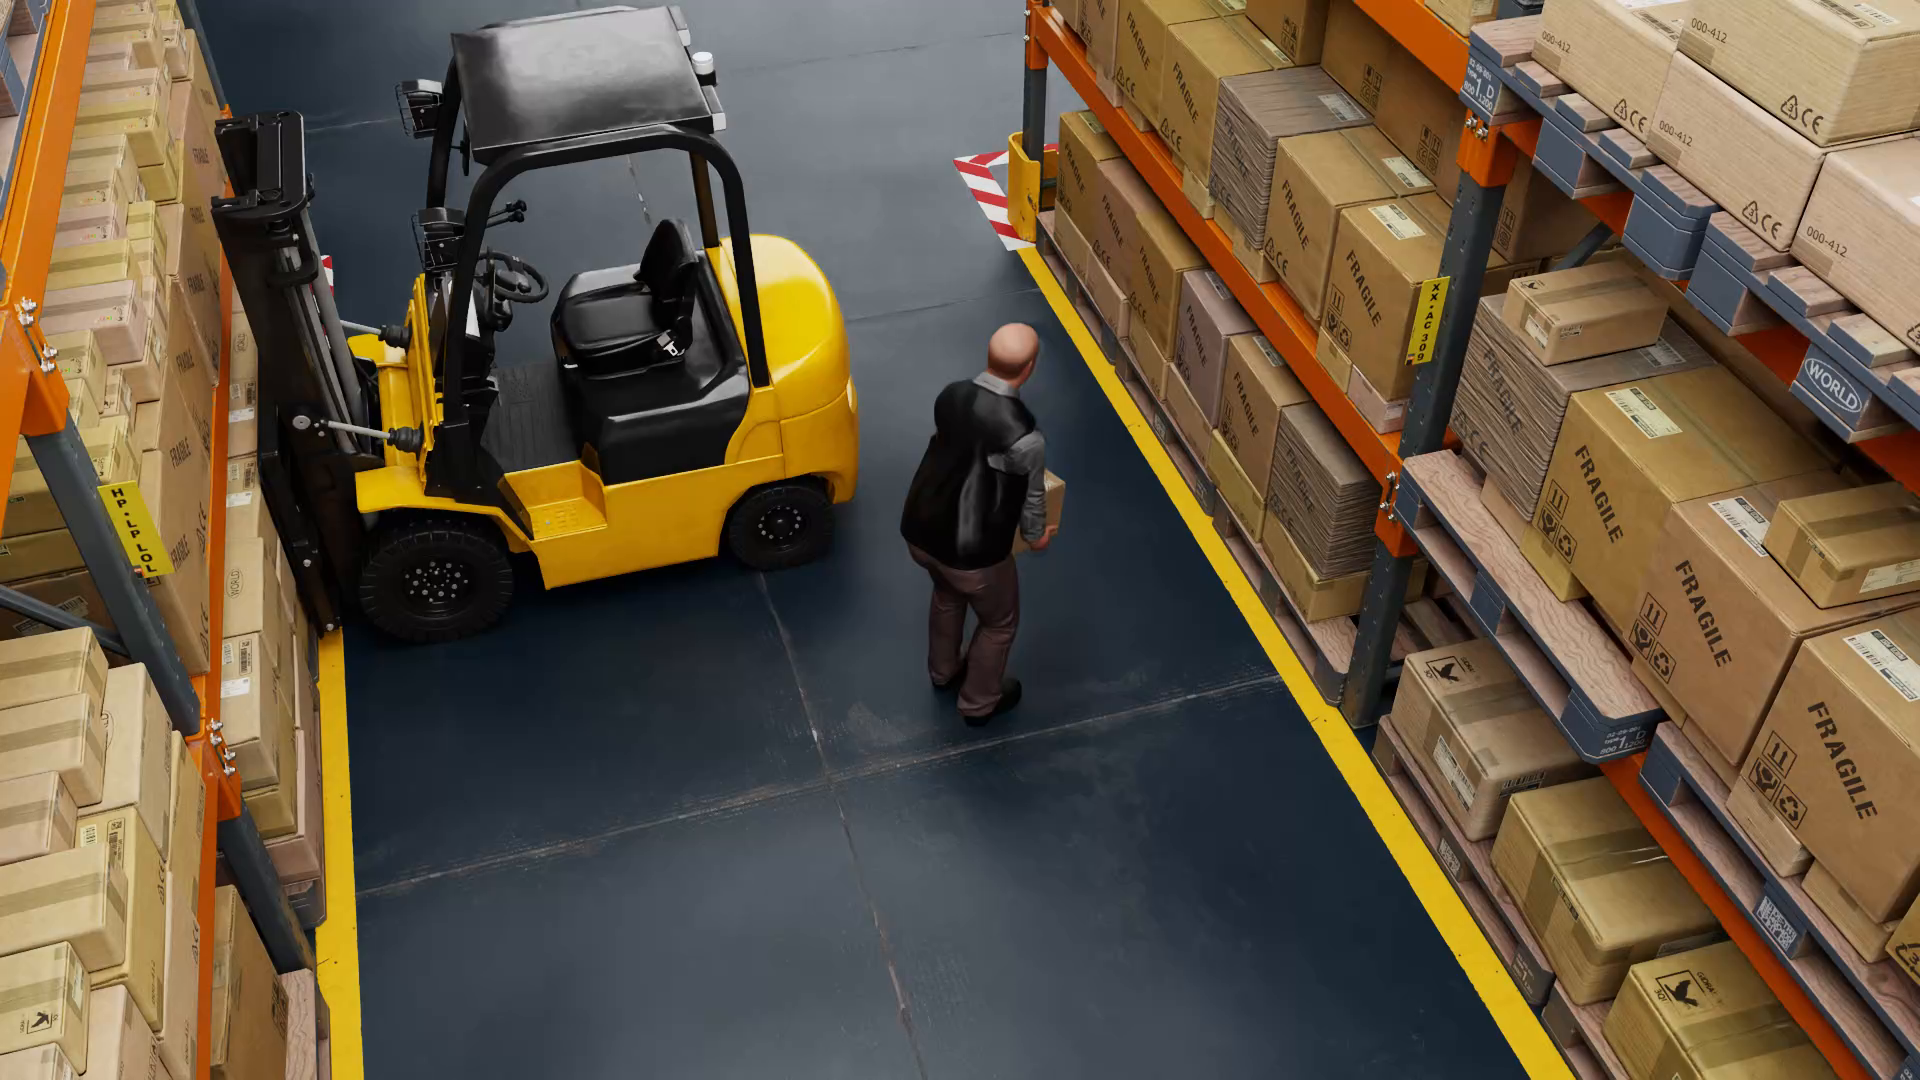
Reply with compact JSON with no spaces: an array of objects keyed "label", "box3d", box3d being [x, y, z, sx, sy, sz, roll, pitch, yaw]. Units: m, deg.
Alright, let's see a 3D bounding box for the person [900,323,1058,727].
[{"label":"person","box3d":[0.073,-0.039,6.284,0.477,1.644,0.615,31,51,30]}]
